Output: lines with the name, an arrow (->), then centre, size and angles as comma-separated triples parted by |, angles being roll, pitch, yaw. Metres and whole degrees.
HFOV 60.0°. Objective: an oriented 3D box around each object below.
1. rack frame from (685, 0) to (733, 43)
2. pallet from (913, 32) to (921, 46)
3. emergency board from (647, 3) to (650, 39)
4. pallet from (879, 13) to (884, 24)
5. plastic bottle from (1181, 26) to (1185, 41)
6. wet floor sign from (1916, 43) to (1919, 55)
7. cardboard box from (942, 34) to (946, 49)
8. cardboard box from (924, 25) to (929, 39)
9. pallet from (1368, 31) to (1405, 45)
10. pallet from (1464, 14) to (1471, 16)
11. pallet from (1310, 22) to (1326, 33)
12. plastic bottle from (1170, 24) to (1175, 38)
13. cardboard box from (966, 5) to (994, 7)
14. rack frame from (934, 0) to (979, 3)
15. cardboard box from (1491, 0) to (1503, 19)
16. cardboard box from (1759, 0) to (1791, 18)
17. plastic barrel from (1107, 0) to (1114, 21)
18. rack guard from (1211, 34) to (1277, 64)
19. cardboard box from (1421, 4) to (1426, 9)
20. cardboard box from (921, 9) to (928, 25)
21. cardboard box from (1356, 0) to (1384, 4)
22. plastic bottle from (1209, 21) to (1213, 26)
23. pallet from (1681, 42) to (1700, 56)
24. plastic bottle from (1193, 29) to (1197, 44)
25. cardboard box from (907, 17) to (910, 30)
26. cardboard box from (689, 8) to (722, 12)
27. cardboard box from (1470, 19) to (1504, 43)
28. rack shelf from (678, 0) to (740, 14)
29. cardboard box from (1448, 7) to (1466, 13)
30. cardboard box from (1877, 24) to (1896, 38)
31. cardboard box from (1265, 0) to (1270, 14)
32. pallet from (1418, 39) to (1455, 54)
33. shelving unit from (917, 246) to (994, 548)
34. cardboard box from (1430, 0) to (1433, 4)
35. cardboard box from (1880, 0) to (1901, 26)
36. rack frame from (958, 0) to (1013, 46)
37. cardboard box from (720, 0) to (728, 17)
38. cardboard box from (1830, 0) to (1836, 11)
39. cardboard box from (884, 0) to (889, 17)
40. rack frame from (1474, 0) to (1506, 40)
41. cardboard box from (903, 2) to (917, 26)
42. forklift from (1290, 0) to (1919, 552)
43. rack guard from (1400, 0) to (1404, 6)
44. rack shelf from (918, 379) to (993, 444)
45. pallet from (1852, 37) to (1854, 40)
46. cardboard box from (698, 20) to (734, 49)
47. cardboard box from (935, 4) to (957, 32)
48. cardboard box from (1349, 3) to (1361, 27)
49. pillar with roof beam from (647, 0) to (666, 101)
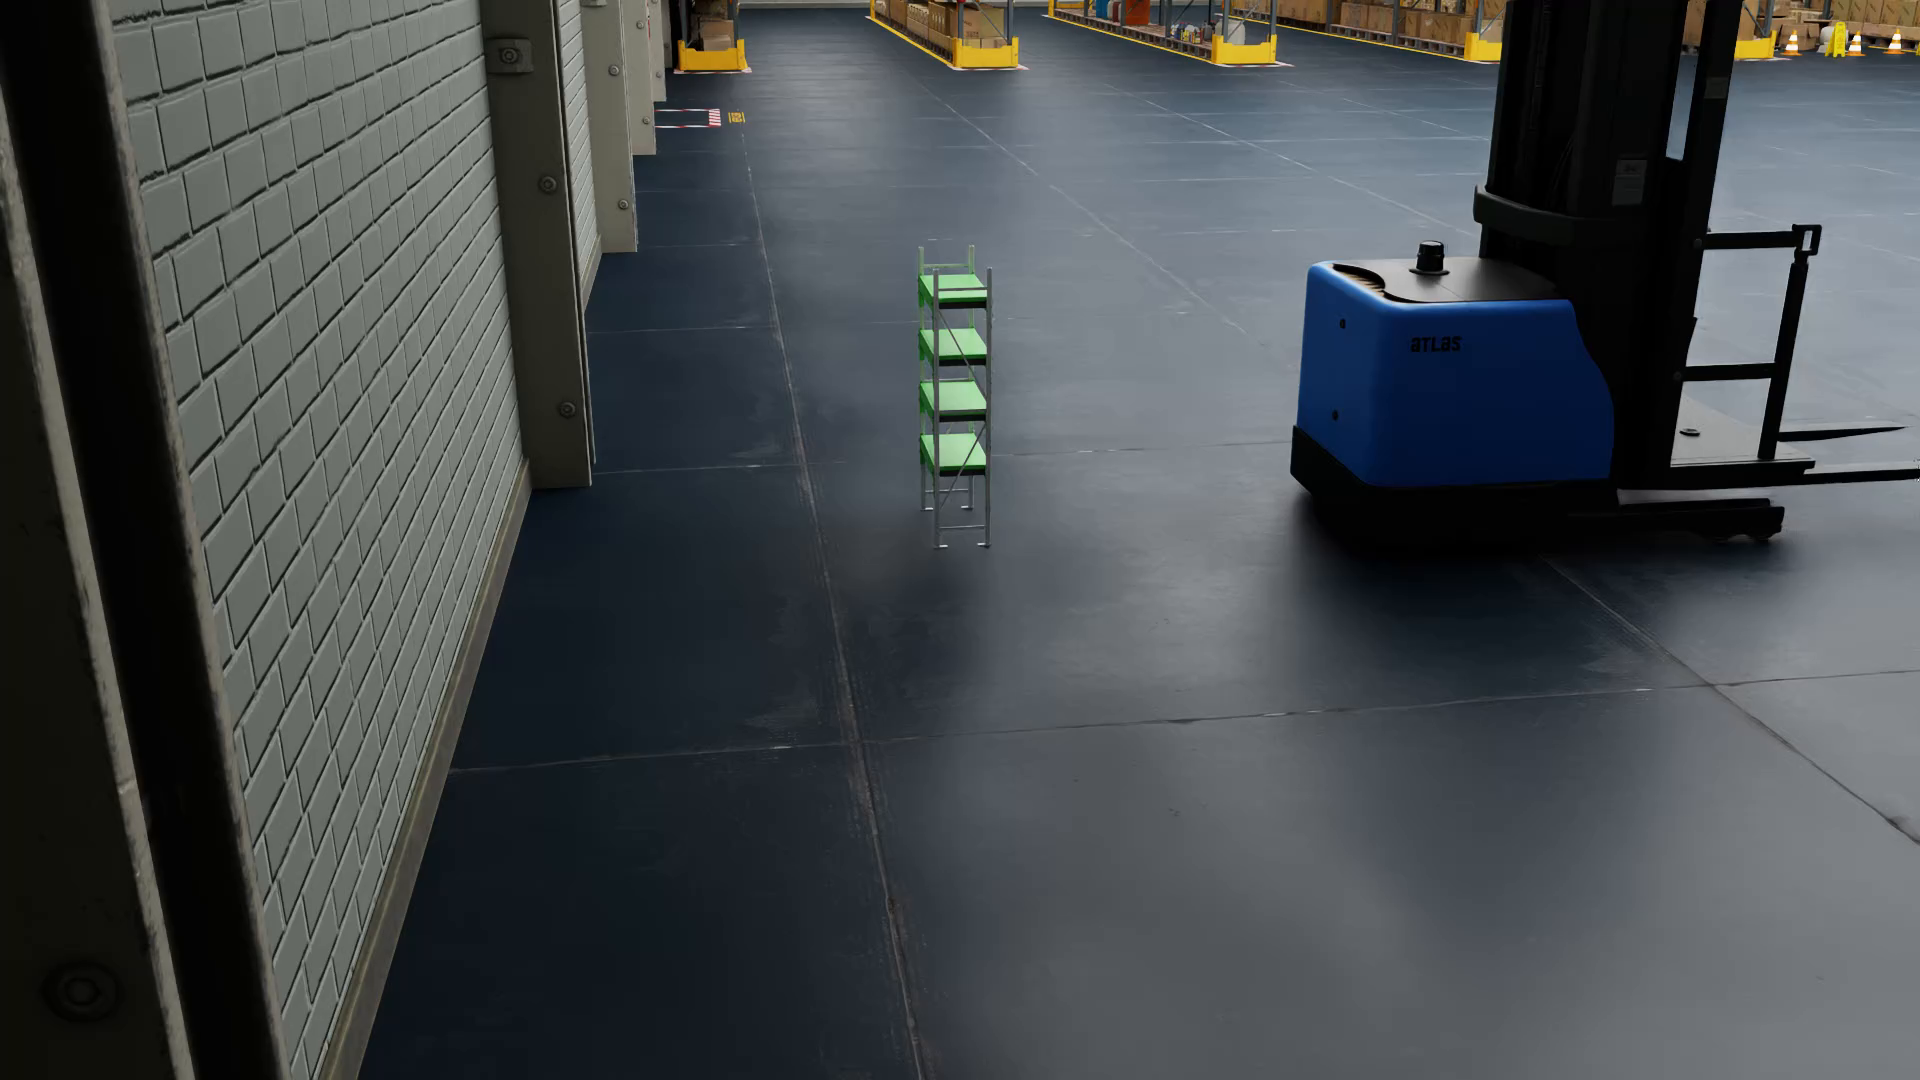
rack frame -> -5.016, -11.218, 32.965 | 1.000, 3.000, 0.127 | -3, 21, -8
pallet -> -0.438, -10.840, 35.936 | 1.003, 0.211, 1.213 | -3, 21, -8
emergency board -> -4.213, -7.097, 21.931 | 0.194, 1.169, 0.643 | -3, 21, -8
pallet -> -1.545, -13.594, 43.312 | 1.003, 0.211, 1.213 | -3, 21, -8
plastic bottle -> 4.503, -10.226, 33.563 | 0.061, 0.283, 0.133 | -2, 21, -5
wet floor sign -> 19.041, -9.860, 32.693 | 0.267, 0.644, 0.232 | 4, 21, 11
cardboard box -> -0.065, -9.509, 31.719 | 0.500, 0.250, 0.500 | -3, 21, -8
cardboard box -> -0.461, -10.507, 34.390 | 0.500, 0.250, 0.500 | -3, 21, -8
pallet -> 9.575, -10.931, 36.181 | 1.003, 0.211, 1.213 | -3, 21, -8
pallet -> 13.572, -13.377, 42.730 | 1.003, 0.211, 1.213 | -3, 21, -8
pallet -> 9.073, -12.323, 39.909 | 1.003, 0.211, 1.213 | -3, 21, -8
plastic bottle -> 4.400, -10.513, 34.349 | 0.097, 0.271, 0.097 | 0, 20, 0
cardboard box -> 0.391, -10.061, 32.124 | 0.500, 0.500, 0.500 | -3, 21, -8
rack frame -> -0.114, -11.469, 33.637 | 1.000, 3.000, 0.127 | -3, 21, -8
cardboard box -> 13.518, -13.170, 41.164 | 0.500, 0.500, 0.500 | -4, 21, -10
cardboard box -> 17.738, -11.551, 36.347 | 0.500, 0.500, 0.500 | -3, 21, -8
plastic barrel -> 3.791, -12.885, 40.382 | 0.421, 0.512, 0.421 | 0, 20, 0
rack guard -> 5.307, -9.186, 31.096 | 1.175, 0.500, 0.348 | -3, 21, -8
cardboard box -> 12.811, -14.561, 45.389 | 0.380, 0.149, 0.250 | -4, 21, -10
cardboard box -> -0.538, -10.946, 34.765 | 0.500, 0.311, 0.500 | -2, 21, -6
cardboard box -> 9.325, -12.325, 37.801 | 0.500, 0.250, 0.500 | -1, 20, -2
plastic bottle -> 5.166, -10.475, 34.131 | 0.144, 0.351, 0.185 | -3, 21, -9
pallet -> 14.996, -9.764, 33.058 | 1.003, 0.211, 1.213 | -3, 21, -8
plastic bottle -> 4.631, -9.920, 32.742 | 0.061, 0.283, 0.133 | -2, 21, -6
cardboard box -> -0.906, -11.567, 37.228 | 0.500, 0.250, 0.500 | -3, 21, -8
cardboard box -> -5.478, -11.207, 35.880 | 0.700, 0.500, 0.500 | -3, 21, -8
cardboard box -> 10.192, -9.826, 32.209 | 0.500, 0.500, 0.500 | 1, 20, 2
rack shelf -> -4.728, -10.189, 31.237 | 1.077, 0.370, 4.000 | -3, 21, -8
cardboard box -> 13.065, -13.933, 43.707 | 0.380, 0.149, 0.250 | -3, 21, -7
cardboard box -> 19.542, -10.618, 34.688 | 0.500, 0.250, 0.500 | -4, 21, -10
cardboard box -> 8.520, -14.171, 43.309 | 0.875, 0.875, 0.875 | -3, 21, -8
pallet -> 10.000, -10.007, 33.708 | 1.003, 0.211, 1.213 | -3, 21, -8
shelving unit -> -0.024, -0.619, 7.160 | 0.258, 1.200, 0.503 | -3, 21, -8
cardboard box -> 12.981, -14.599, 45.065 | 0.380, 0.149, 0.250 | -2, 21, -5
cardboard box -> 19.554, -10.962, 34.538 | 0.500, 0.500, 0.500 | -3, 21, -9
rack frame -> 0.462, -10.084, 29.929 | 1.000, 3.000, 0.127 | -3, 21, -8
cardboard box -> -5.569, -12.054, 37.675 | 0.750, 0.750, 0.750 | -3, 21, -8
cardboard box -> 23.187, -14.152, 43.792 | 0.500, 0.500, 0.500 | -3, 21, -8
cardboard box -> -1.630, -13.457, 41.904 | 0.500, 0.500, 0.500 | -3, 21, -8
rack frame -> 10.266, -10.583, 31.264 | 1.000, 3.000, 0.127 | -3, 21, -8
cardboard box -> -1.058, -12.201, 38.541 | 0.500, 0.500, 0.500 | -2, 21, -6
forklift -> 3.118, -1.542, 7.156 | 3.031, 2.935, 1.130 | -3, 21, -8
rack guard -> 12.893, -15.140, 47.039 | 1.175, 0.500, 0.348 | -3, 21, -8
rack shelf -> -0.024, -0.560, 7.182 | 0.258, 0.148, 0.480 | -3, 21, -8
pallet -> 19.382, -11.431, 37.519 | 1.003, 0.211, 1.213 | -3, 21, -8
cardboard box -> -4.588, -9.566, 31.486 | 0.700, 0.500, 0.500 | -4, 21, -11
cardboard box -> -0.213, -10.207, 32.515 | 0.500, 0.500, 0.500 | -3, 21, -8
cardboard box -> 9.321, -11.965, 37.909 | 0.700, 0.500, 0.500 | -5, 21, -12
pillar with roof beam -> -0.271, -10.982, 23.759 | 9.100, 9.000, 0.400 | -3, 21, -8
